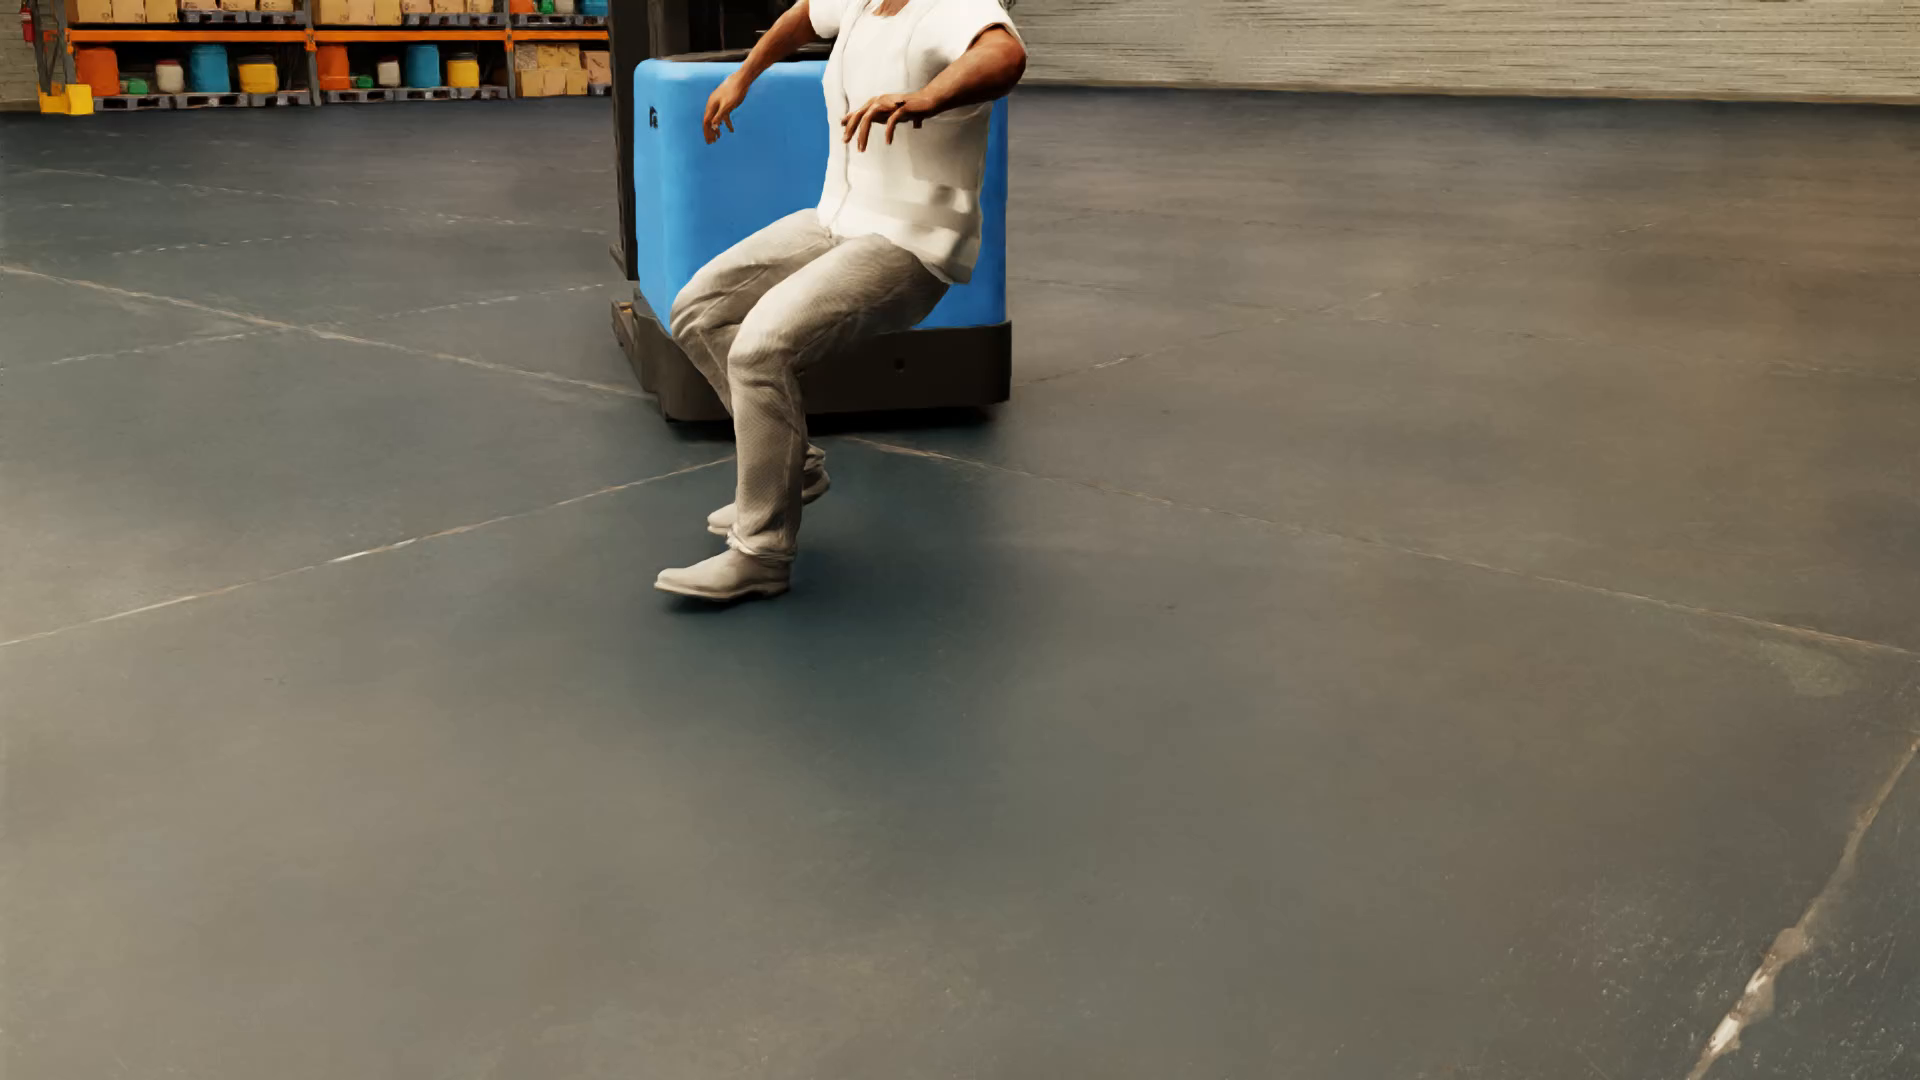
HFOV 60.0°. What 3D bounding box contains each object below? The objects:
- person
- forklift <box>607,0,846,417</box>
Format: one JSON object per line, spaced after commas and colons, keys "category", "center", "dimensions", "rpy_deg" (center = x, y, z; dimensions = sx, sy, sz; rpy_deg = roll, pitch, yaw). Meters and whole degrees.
{"category": "person", "center": [-0.334, -0.682, 3.545], "dimensions": [0.861, 1.550, 1.241], "rpy_deg": [-12, 20, -33]}
{"category": "forklift", "center": [-0.727, -2.137, 5.934], "dimensions": [1.121, 2.935, 3.031], "rpy_deg": [-5, 17, -15]}
